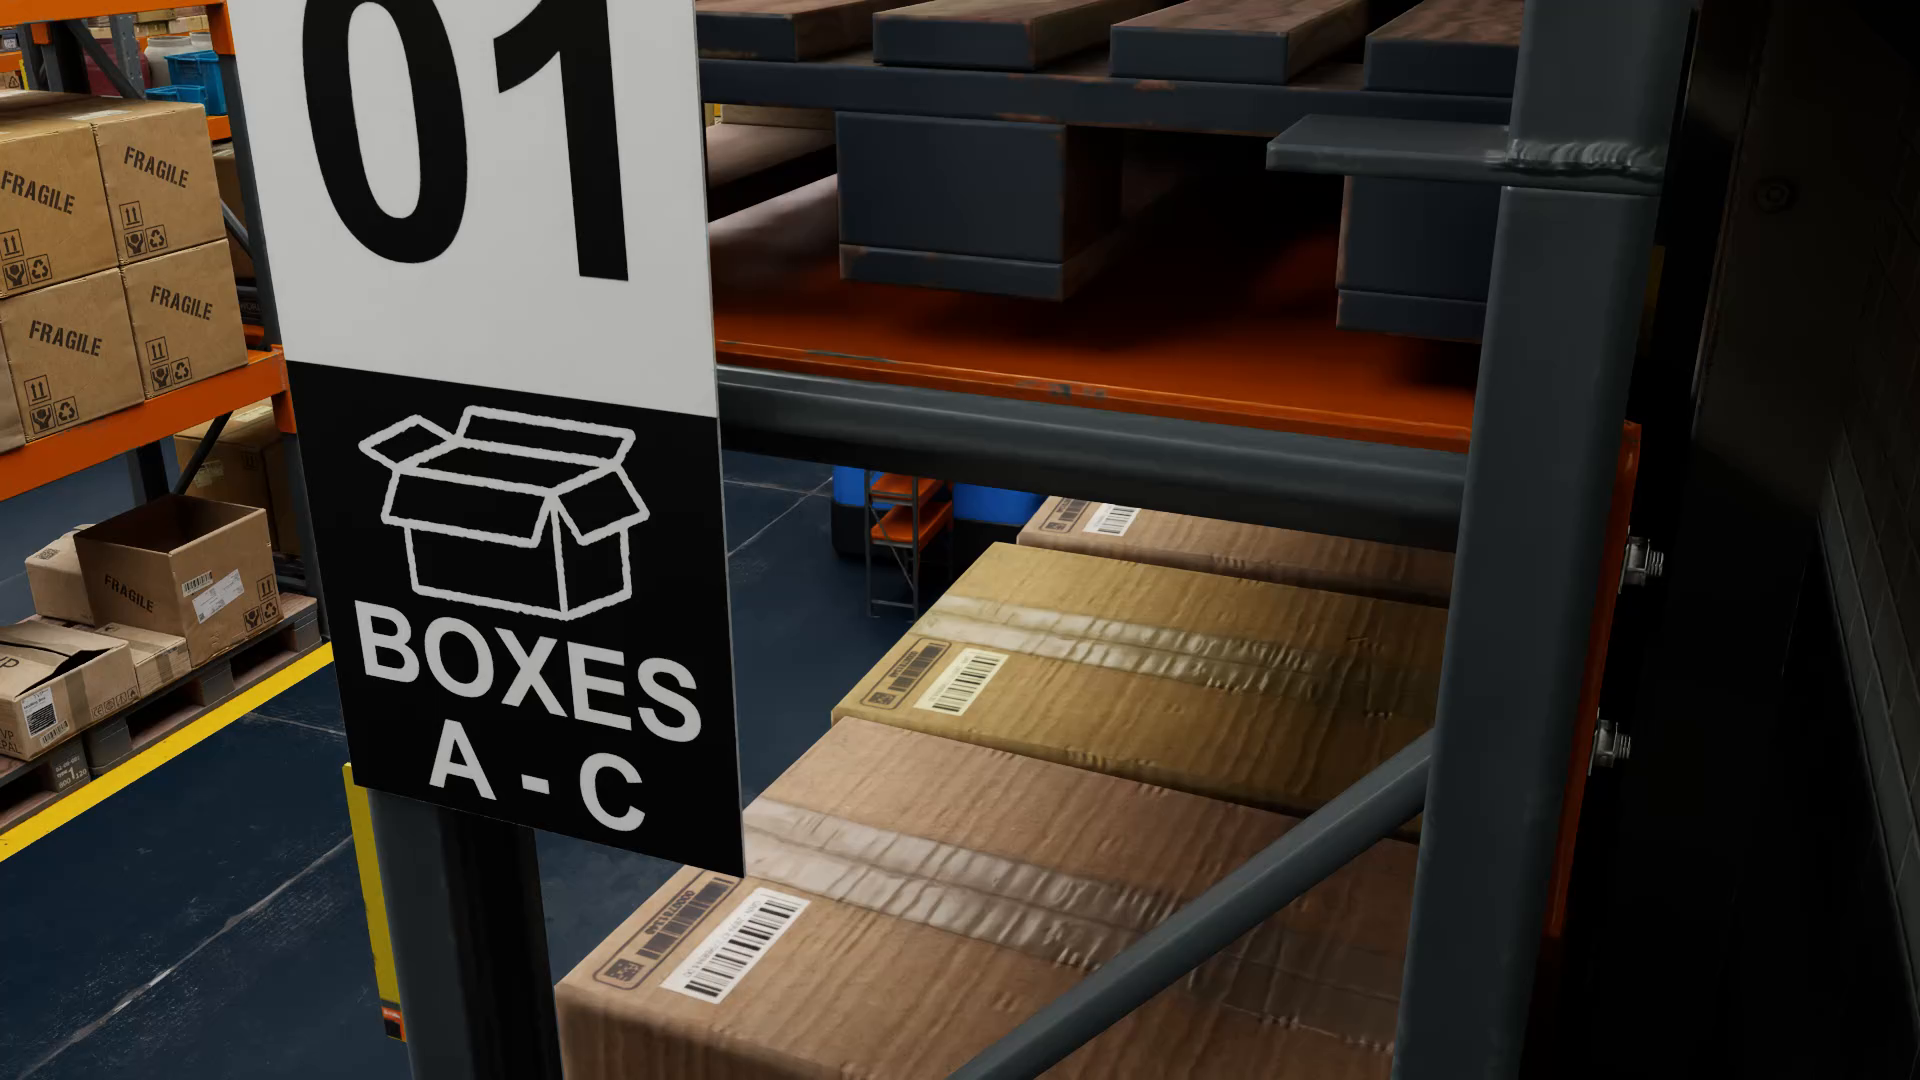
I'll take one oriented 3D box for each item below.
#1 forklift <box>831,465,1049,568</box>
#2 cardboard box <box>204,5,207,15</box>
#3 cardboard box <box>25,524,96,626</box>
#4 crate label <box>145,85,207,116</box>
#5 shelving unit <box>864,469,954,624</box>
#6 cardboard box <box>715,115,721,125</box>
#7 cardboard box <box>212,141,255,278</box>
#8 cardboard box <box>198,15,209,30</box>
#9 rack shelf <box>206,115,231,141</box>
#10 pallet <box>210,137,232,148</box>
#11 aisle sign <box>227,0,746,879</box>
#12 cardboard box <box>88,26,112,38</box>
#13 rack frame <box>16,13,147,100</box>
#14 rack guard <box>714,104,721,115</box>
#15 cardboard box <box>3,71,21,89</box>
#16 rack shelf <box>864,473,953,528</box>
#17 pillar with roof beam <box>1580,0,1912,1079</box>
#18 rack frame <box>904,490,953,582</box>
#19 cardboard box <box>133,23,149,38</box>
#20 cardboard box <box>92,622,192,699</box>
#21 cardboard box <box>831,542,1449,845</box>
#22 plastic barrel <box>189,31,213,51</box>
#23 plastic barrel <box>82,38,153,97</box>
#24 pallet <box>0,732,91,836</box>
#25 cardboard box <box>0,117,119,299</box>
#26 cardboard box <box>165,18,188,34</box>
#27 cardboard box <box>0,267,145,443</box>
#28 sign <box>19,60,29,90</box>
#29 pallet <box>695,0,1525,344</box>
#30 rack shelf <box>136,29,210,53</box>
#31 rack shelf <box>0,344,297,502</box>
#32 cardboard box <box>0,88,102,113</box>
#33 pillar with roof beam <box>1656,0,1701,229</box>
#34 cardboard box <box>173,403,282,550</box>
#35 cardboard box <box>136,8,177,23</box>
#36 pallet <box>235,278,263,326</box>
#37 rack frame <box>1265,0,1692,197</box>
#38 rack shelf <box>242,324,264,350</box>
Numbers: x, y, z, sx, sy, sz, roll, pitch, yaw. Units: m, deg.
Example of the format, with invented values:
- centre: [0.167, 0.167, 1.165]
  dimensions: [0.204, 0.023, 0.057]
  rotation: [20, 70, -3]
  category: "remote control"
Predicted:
- centre: [0.317, -1.735, 8.600]
  dimensions: [1.130, 2.935, 3.031]
  rotation: [7, 24, 16]
  category: "forklift"
- centre: [-8.632, -6.198, 18.681]
  dimensions: [0.875, 0.500, 0.500]
  rotation: [9, 24, 20]
  category: "cardboard box"
- centre: [-3.524, 0.117, 6.996]
  dimensions: [0.500, 0.311, 0.500]
  rotation: [9, 24, 20]
  category: "cardboard box"
- centre: [-5.774, -3.202, 12.240]
  dimensions: [0.303, 0.233, 0.416]
  rotation: [9, 24, 20]
  category: "crate label"
- centre: [-0.223, -0.285, 7.375]
  dimensions: [0.258, 1.200, 0.503]
  rotation: [7, 24, 16]
  category: "shelving unit"
- centre: [-1.505, -2.554, 10.588]
  dimensions: [0.500, 0.311, 0.500]
  rotation: [10, 25, 23]
  category: "cardboard box"
- centre: [-2.783, -1.417, 7.077]
  dimensions: [0.700, 0.500, 0.500]
  rotation: [1, 23, 2]
  category: "cardboard box"
- centre: [-8.487, -5.779, 18.519]
  dimensions: [0.380, 0.149, 0.250]
  rotation: [9, 24, 20]
  category: "cardboard box"
- centre: [-5.536, -3.565, 13.827]
  dimensions: [1.077, 0.370, 4.000]
  rotation: [9, 24, 20]
  category: "rack shelf"
- centre: [-8.723, -4.719, 19.274]
  dimensions: [1.003, 0.211, 1.213]
  rotation: [9, 24, 20]
  category: "pallet"
- centre: [-0.357, -0.117, 1.266]
  dimensions: [0.394, 0.787, 0.004]
  rotation: [9, 24, 20]
  category: "aisle sign"
- centre: [-9.032, -5.240, 17.229]
  dimensions: [0.380, 0.149, 0.250]
  rotation: [9, 24, 20]
  category: "cardboard box"
- centre: [-6.279, -3.182, 11.975]
  dimensions: [1.000, 3.000, 0.127]
  rotation: [9, 24, 20]
  category: "rack frame"
- centre: [-3.292, -4.857, 19.230]
  dimensions: [1.175, 0.500, 0.348]
  rotation: [9, 24, 20]
  category: "rack guard"
- centre: [-12.664, -6.461, 22.038]
  dimensions: [0.875, 0.875, 0.875]
  rotation: [9, 24, 20]
  category: "cardboard box"
- centre: [-0.223, -0.223, 7.401]
  dimensions: [0.258, 0.148, 0.480]
  rotation: [7, 24, 16]
  category: "rack shelf"
- centre: [-2.020, -3.342, 4.576]
  dimensions: [9.100, 9.000, 0.400]
  rotation: [9, 24, 20]
  category: "pillar with roof beam"
- centre: [-0.148, -0.374, 7.589]
  dimensions: [0.240, 1.200, 0.015]
  rotation: [7, 24, 16]
  category: "rack frame"
- centre: [-8.860, -5.421, 17.663]
  dimensions: [0.380, 0.149, 0.250]
  rotation: [9, 24, 20]
  category: "cardboard box"
- centre: [-3.199, 0.460, 6.385]
  dimensions: [0.380, 0.149, 0.250]
  rotation: [9, 24, 20]
  category: "cardboard box"
- centre: [0.388, 0.515, 2.736]
  dimensions: [0.980, 0.700, 0.700]
  rotation: [9, 24, 20]
  category: "cardboard box"
- centre: [-5.938, -3.783, 13.269]
  dimensions: [0.421, 0.512, 0.421]
  rotation: [0, 23, 0]
  category: "plastic barrel"
- centre: [-6.387, -3.454, 12.451]
  dimensions: [0.600, 0.536, 0.708]
  rotation: [9, 24, 20]
  category: "plastic barrel"
- centre: [-3.874, 0.931, 5.748]
  dimensions: [1.003, 0.211, 1.213]
  rotation: [9, 24, 20]
  category: "pallet"
- centre: [-3.302, -1.146, 5.674]
  dimensions: [0.500, 0.500, 0.500]
  rotation: [8, 24, 19]
  category: "cardboard box"
- centre: [-8.645, -5.596, 18.080]
  dimensions: [0.380, 0.149, 0.250]
  rotation: [9, 24, 20]
  category: "cardboard box"
- centre: [-3.304, -0.686, 5.870]
  dimensions: [0.500, 0.500, 0.500]
  rotation: [9, 24, 22]
  category: "cardboard box"
- centre: [-6.792, -3.333, 12.126]
  dimensions: [0.100, 0.325, 0.005]
  rotation: [9, 24, 20]
  category: "sign"
- centre: [0.214, -0.511, 1.804]
  dimensions: [1.003, 0.211, 1.213]
  rotation: [9, 24, 20]
  category: "pallet"
- centre: [-8.648, -5.706, 18.952]
  dimensions: [1.077, 0.370, 4.000]
  rotation: [9, 24, 20]
  category: "rack shelf"
- centre: [-3.910, 0.008, 5.273]
  dimensions: [1.077, 0.370, 4.000]
  rotation: [9, 24, 20]
  category: "rack shelf"
- centre: [-3.603, -1.419, 6.328]
  dimensions: [0.500, 0.500, 0.500]
  rotation: [9, 24, 21]
  category: "cardboard box"
- centre: [2.437, -7.636, 14.857]
  dimensions: [9.100, 9.000, 0.400]
  rotation: [9, 24, 20]
  category: "pillar with roof beam"
- centre: [-3.250, -0.307, 7.766]
  dimensions: [0.500, 0.500, 0.500]
  rotation: [9, 24, 20]
  category: "cardboard box"
- centre: [-8.948, -5.832, 17.804]
  dimensions: [0.875, 0.500, 0.500]
  rotation: [9, 24, 20]
  category: "cardboard box"
- centre: [-2.769, -1.222, 7.532]
  dimensions: [1.003, 0.211, 1.213]
  rotation: [9, 24, 20]
  category: "pallet"
- centre: [-0.052, -1.669, 0.570]
  dimensions: [1.000, 3.000, 0.127]
  rotation: [9, 24, 20]
  category: "rack frame"
- centre: [-2.424, -1.424, 8.700]
  dimensions: [1.077, 0.370, 4.000]
  rotation: [9, 24, 20]
  category: "rack shelf"
